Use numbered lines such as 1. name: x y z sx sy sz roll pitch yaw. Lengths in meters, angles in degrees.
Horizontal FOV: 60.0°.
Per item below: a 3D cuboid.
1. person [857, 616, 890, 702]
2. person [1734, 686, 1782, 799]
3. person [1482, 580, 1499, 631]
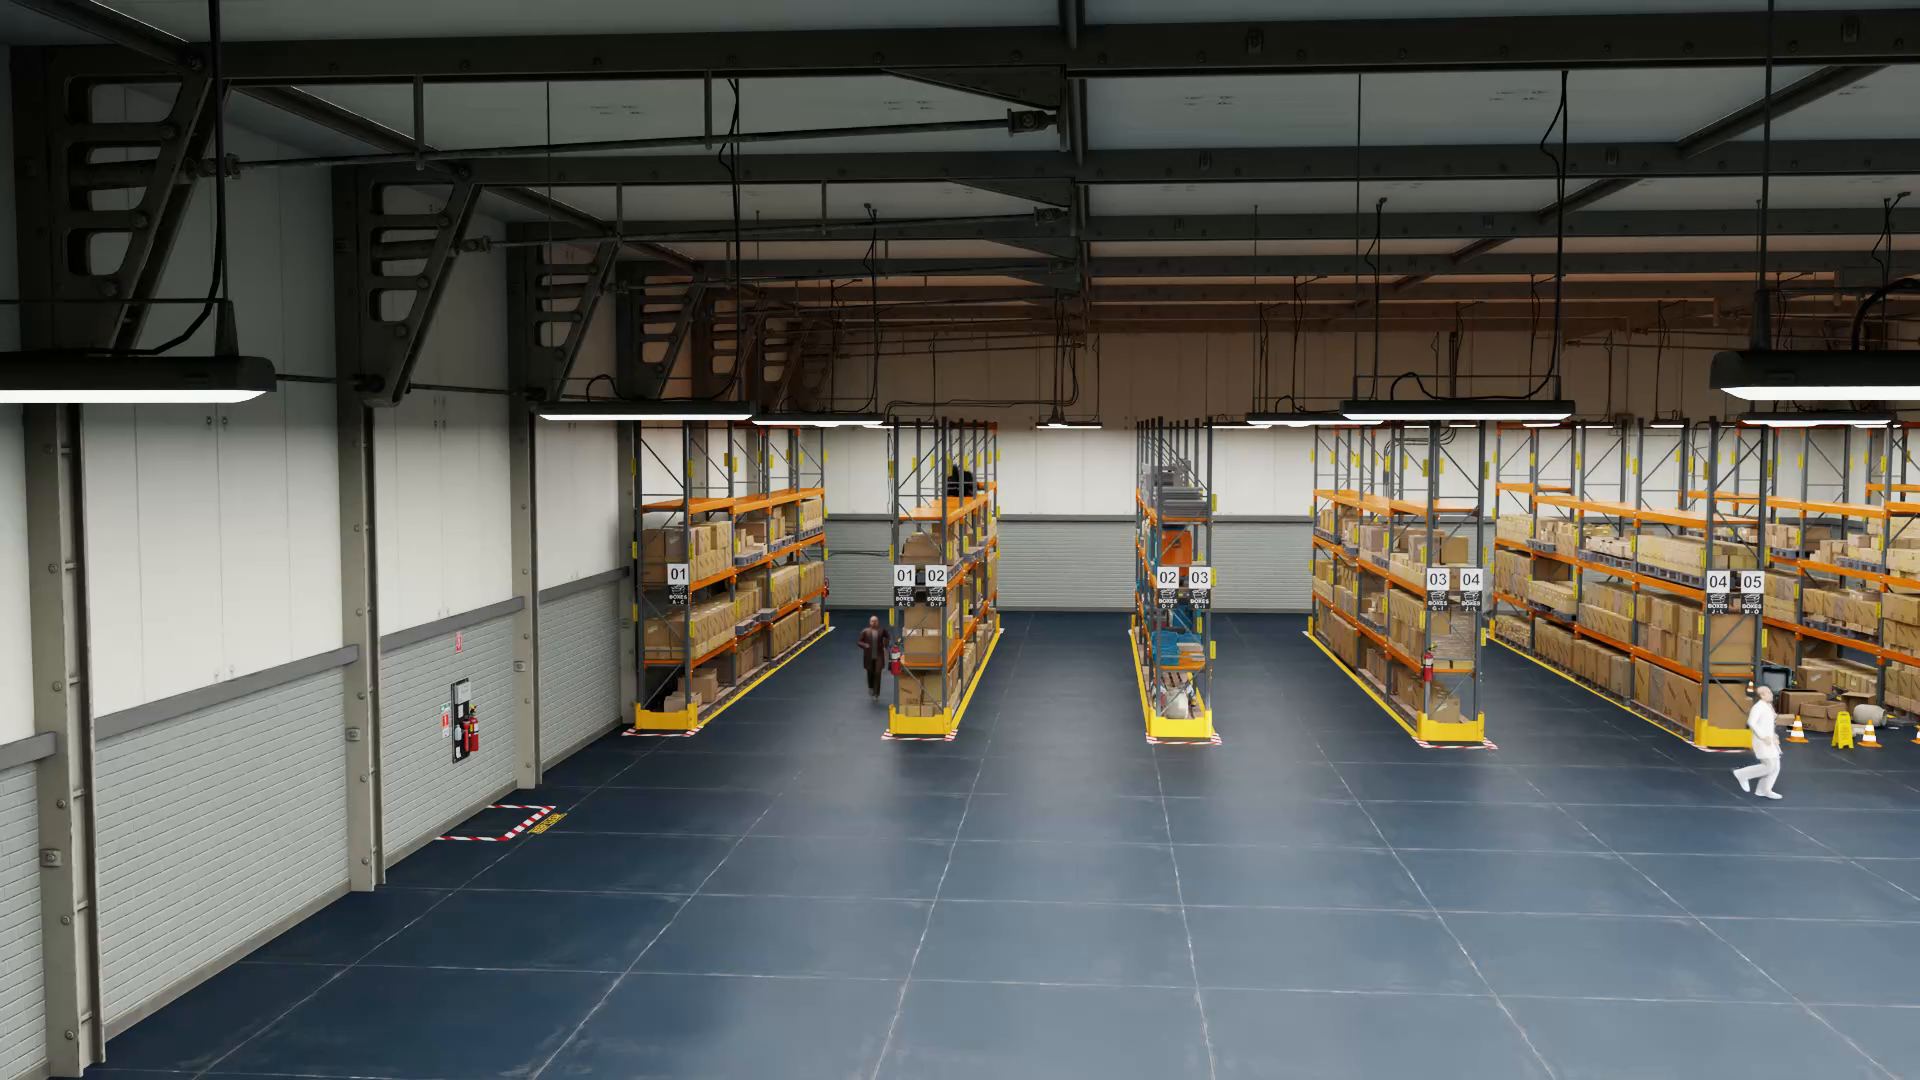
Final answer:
1. person: -1.829 2.493 35.342 0.714 1.763 1.081 0 4 -4
2. person: 12.529 3.157 26.061 0.673 1.746 0.717 3 5 40
3. person: 15.157 1.875 47.592 0.548 1.510 0.645 1 4 20
